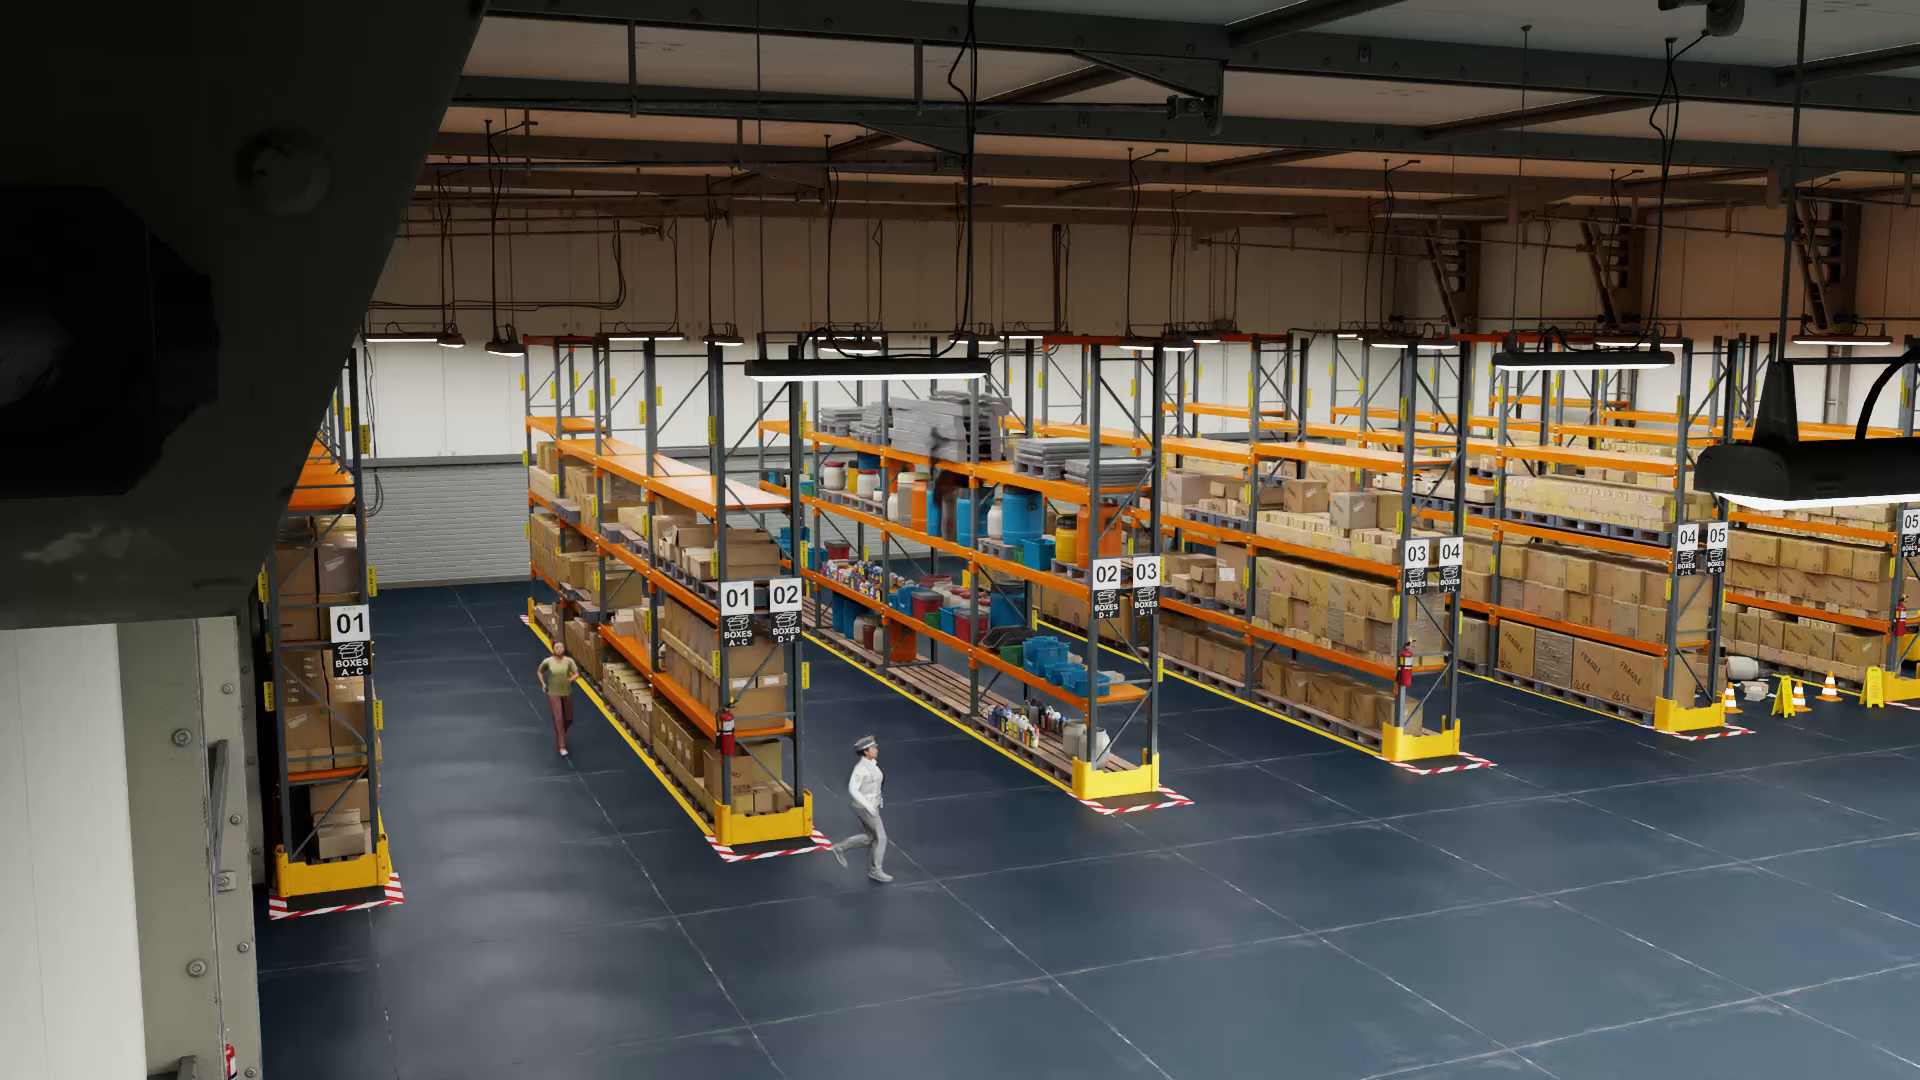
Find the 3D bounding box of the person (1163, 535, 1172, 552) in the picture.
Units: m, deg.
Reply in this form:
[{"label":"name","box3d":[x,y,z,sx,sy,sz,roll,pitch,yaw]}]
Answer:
[{"label":"person","box3d":[5.151,-0.087,41.695,0.795,1.742,0.698,-4,9,-27]}]

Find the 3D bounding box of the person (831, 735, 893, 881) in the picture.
[{"label":"person","box3d":[-1.117,3.027,18.847,0.731,1.681,0.647,1,8,7]}]

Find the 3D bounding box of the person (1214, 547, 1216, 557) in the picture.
[{"label":"person","box3d":[6.472,0.078,41.232,0.618,1.694,0.615,-4,9,-29]}]

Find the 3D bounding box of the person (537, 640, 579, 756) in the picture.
[{"label":"person","box3d":[-5.871,2.269,24.389,0.586,1.645,0.914,-3,8,-23]}]

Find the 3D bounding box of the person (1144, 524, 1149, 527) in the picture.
[{"label":"person","box3d":[4.245,0.423,38.608,0.550,1.589,0.779,-4,8,-25]}]
